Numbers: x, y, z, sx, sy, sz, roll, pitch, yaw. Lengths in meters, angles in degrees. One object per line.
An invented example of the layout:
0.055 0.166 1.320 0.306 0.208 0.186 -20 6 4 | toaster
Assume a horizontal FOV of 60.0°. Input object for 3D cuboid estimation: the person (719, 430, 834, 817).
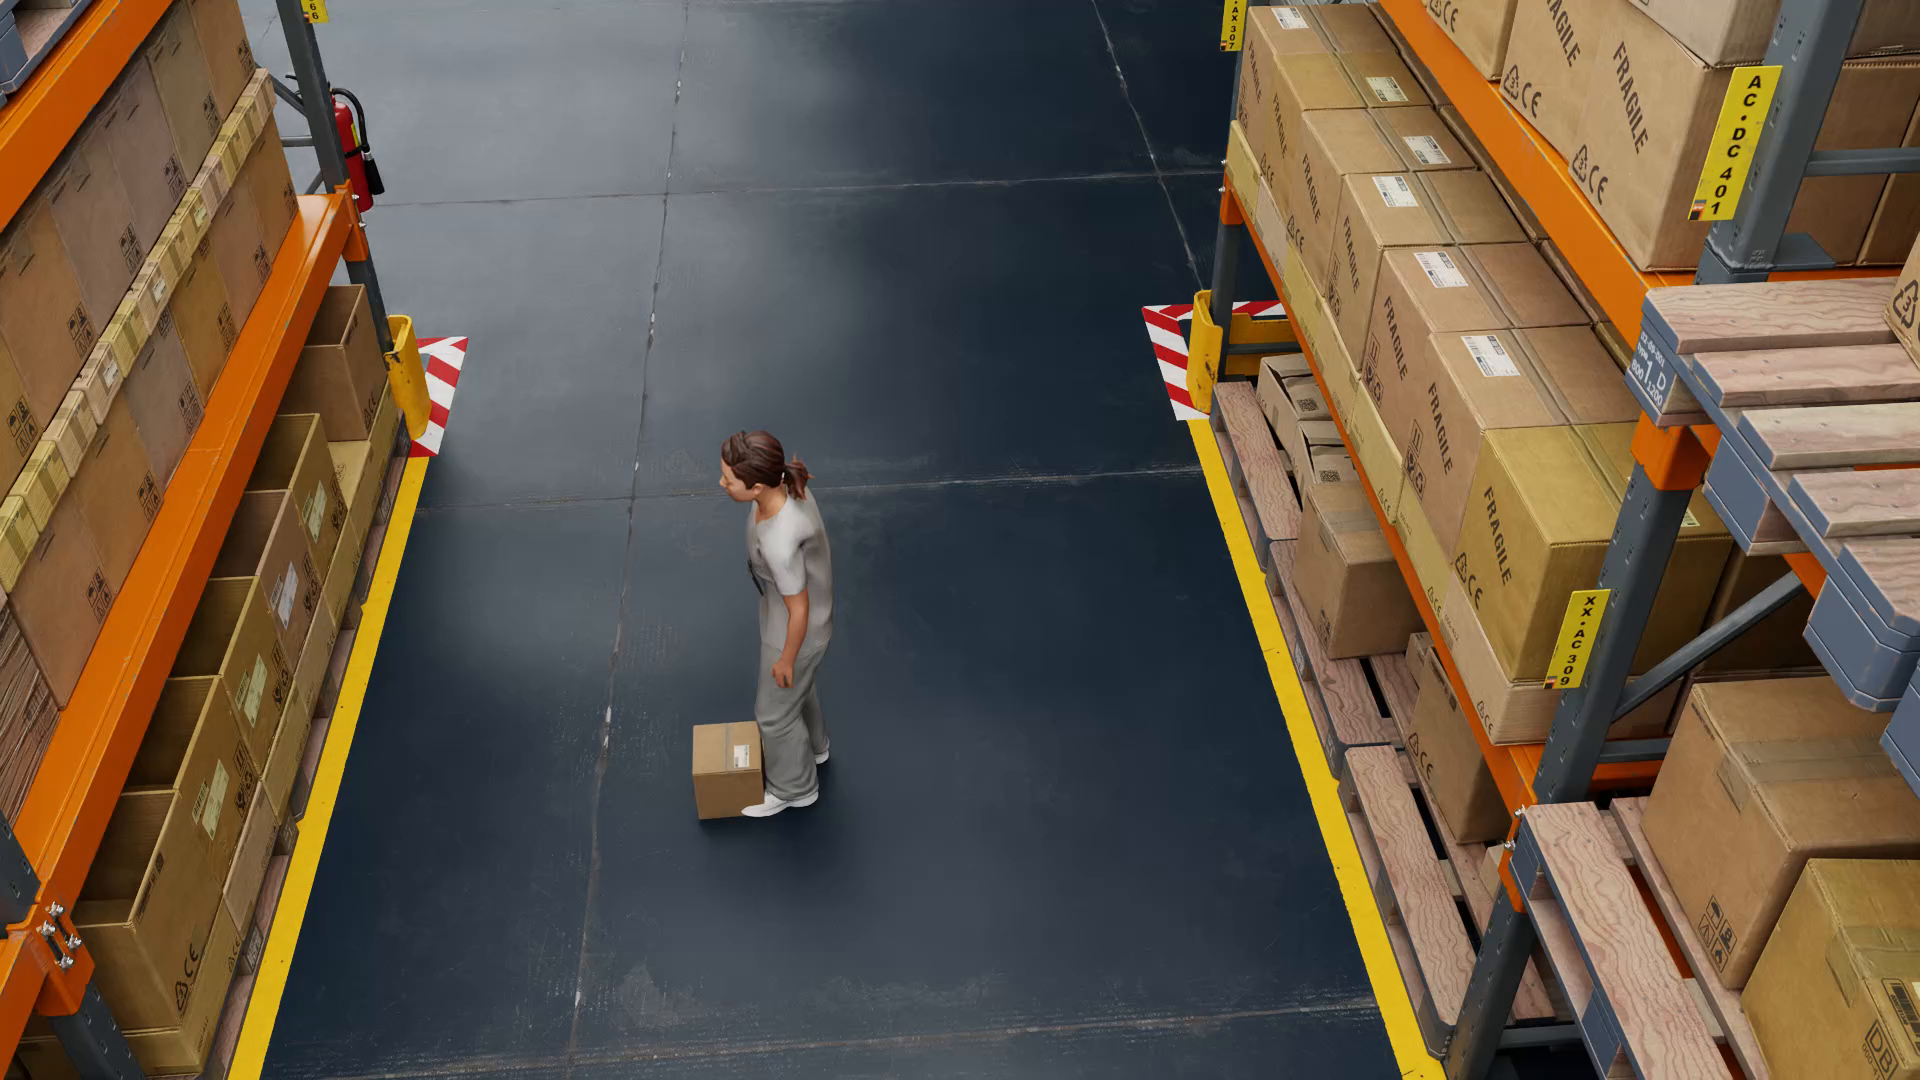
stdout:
-0.641 0.293 5.798 0.416 1.671 0.502 -5 40 -6 | person
